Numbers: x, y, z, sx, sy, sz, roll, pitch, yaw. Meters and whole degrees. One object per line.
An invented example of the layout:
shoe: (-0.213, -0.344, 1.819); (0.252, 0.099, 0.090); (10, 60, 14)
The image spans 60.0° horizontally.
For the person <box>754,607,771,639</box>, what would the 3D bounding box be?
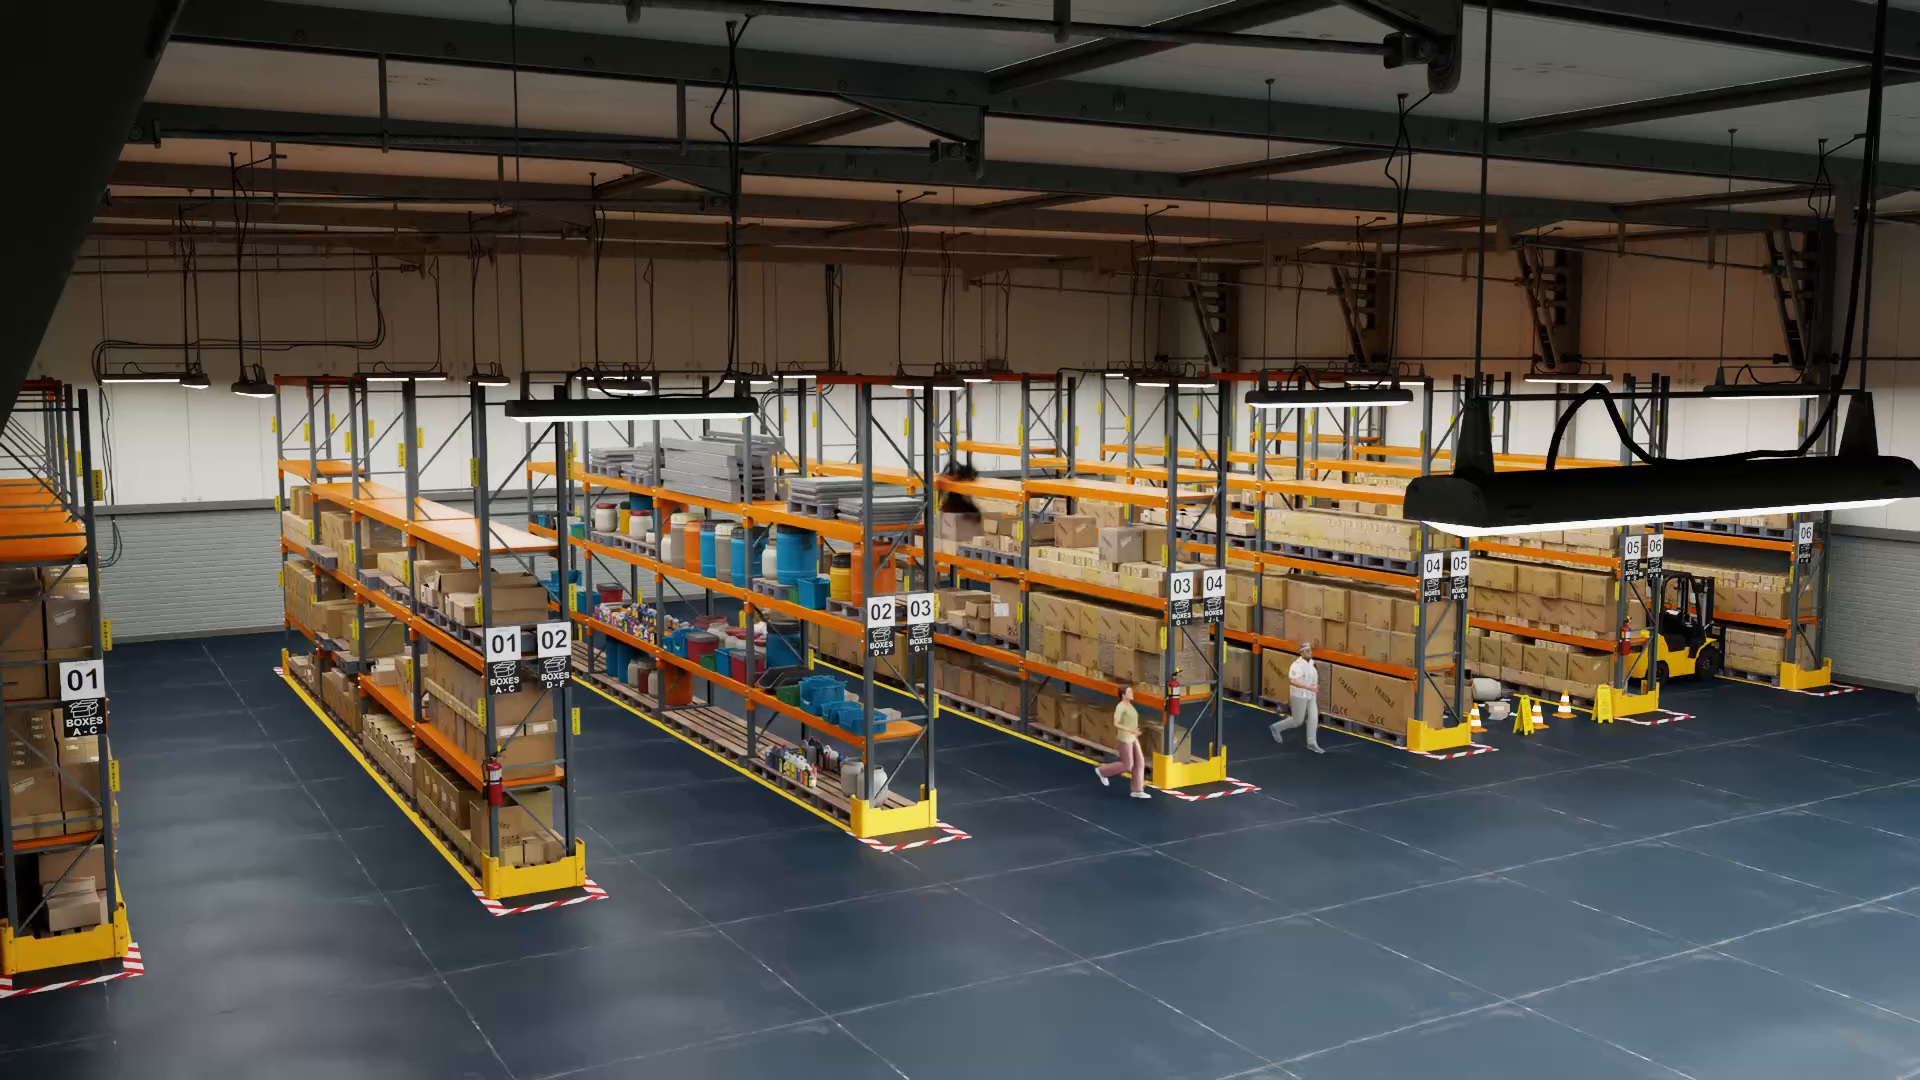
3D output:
person: (-3.614, 2.080, 31.341); (0.569, 1.653, 0.569); (-6, 8, -42)

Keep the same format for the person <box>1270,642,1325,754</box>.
person: (5.517, 2.519, 26.922); (0.672, 1.793, 0.918); (-6, 9, -44)

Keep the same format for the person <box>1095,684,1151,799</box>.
person: (2.379, 2.889, 24.014); (0.841, 1.647, 0.578); (3, 7, 26)
